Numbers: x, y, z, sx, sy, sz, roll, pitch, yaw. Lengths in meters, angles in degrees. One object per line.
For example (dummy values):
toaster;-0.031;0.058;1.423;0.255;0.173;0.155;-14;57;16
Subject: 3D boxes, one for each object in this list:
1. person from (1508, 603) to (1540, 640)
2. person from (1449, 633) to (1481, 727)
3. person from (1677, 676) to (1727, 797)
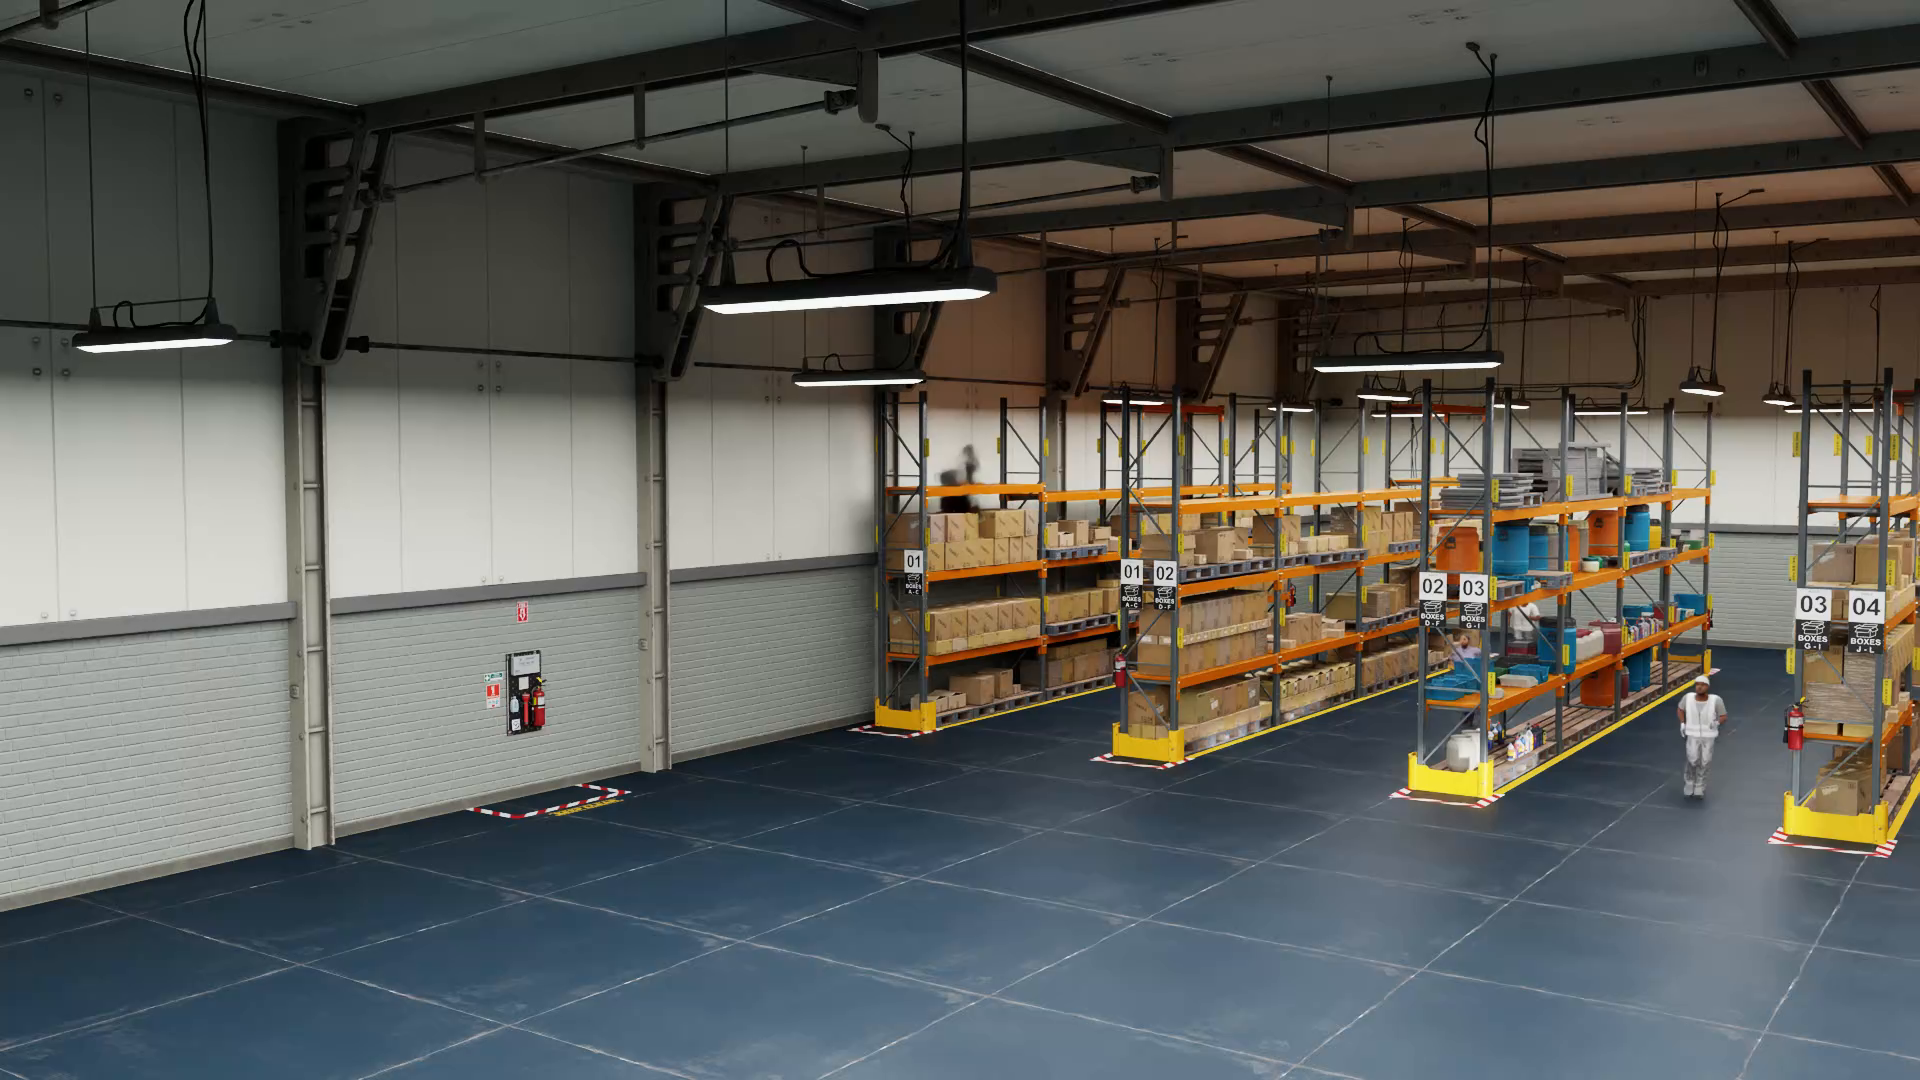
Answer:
person;12.692;2.043;37.473;0.717;1.807;0.909;2;4;25
person;9.127;2.539;30.003;0.617;1.713;0.717;3;4;38
person;10.541;2.806;23.643;0.655;1.758;0.650;1;3;24
